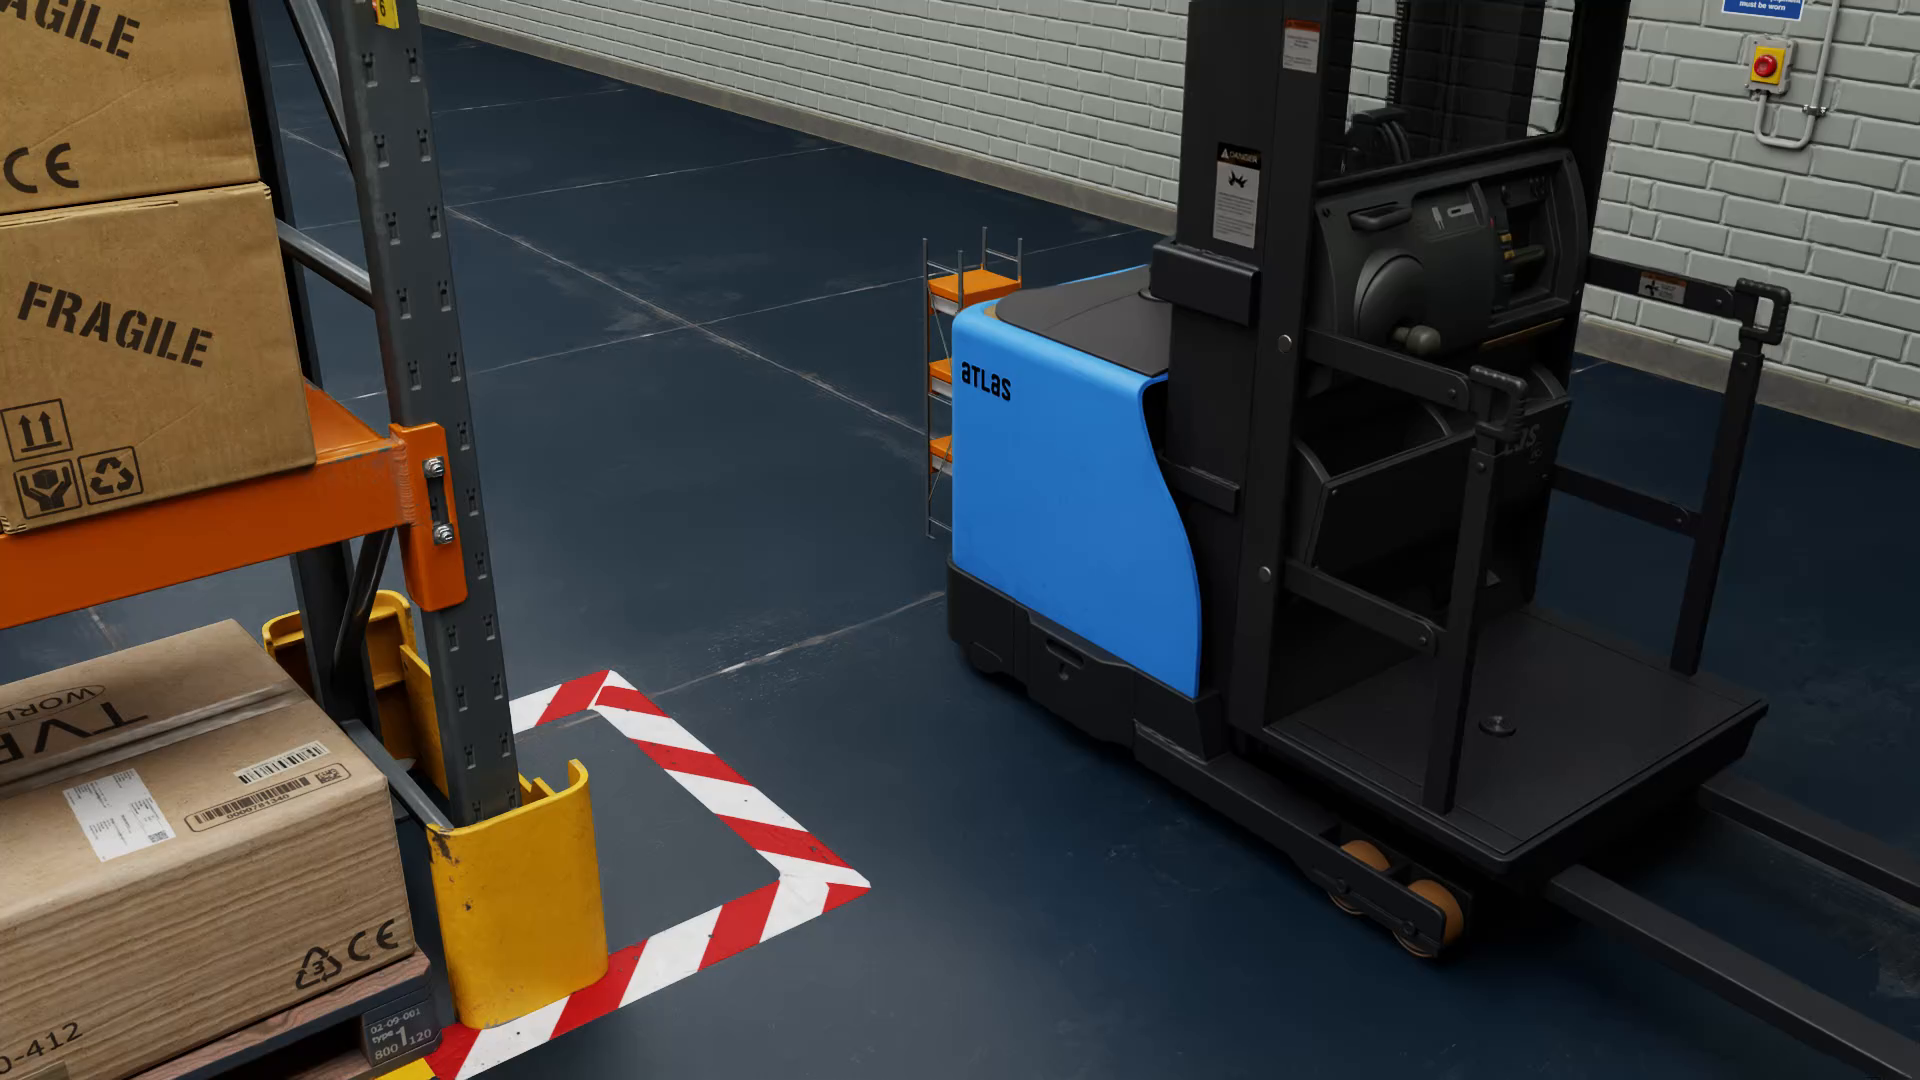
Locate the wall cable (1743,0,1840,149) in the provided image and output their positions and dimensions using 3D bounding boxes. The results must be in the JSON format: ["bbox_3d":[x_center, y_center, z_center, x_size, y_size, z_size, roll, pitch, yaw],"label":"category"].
[{"bbox_3d":[3.153,-2.493,6.314,0.123,1.953,0.585,-18,31,-34],"label":"wall cable"}]

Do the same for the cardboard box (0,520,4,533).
[{"bbox_3d":[-1.890,-0.252,2.612,0.500,0.500,0.500,-19,31,-35],"label":"cardboard box"}]

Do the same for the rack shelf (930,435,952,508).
[{"bbox_3d":[0.042,-0.228,5.680,0.240,0.259,0.215,-18,31,-34],"label":"rack shelf"}]

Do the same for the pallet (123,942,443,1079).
[{"bbox_3d":[-1.850,0.953,3.445,1.213,0.211,1.003,-18,31,-34],"label":"pallet"}]

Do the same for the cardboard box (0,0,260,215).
[{"bbox_3d":[-1.502,-0.840,2.690,0.500,0.500,0.500,-17,30,-32],"label":"cardboard box"}]

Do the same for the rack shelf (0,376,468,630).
[{"bbox_3d":[-2.843,0.301,2.394,4.000,0.370,1.077,-18,31,-34],"label":"rack shelf"}]

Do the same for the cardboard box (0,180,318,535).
[{"bbox_3d":[-1.486,-0.378,2.882,0.500,0.500,0.500,-18,30,-34],"label":"cardboard box"}]

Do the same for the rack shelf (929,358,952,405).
[{"bbox_3d":[0.042,-0.481,5.563,0.240,0.259,0.215,-18,31,-34],"label":"rack shelf"}]

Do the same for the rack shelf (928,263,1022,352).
[{"bbox_3d":[0.042,-0.738,5.444,0.240,0.259,0.215,-18,31,-34],"label":"rack shelf"}]

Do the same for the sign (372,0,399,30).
[{"bbox_3d":[-0.945,-0.995,2.673,0.005,0.325,0.100,-18,31,-34],"label":"sign"}]

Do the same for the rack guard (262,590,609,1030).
[{"bbox_3d":[-1.250,0.582,3.901,0.348,0.500,1.175,-18,31,-34],"label":"rack guard"}]

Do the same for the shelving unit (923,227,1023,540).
[{"bbox_3d":[0.042,-0.490,5.559,0.252,1.050,0.215,-18,31,-34],"label":"shelving unit"}]

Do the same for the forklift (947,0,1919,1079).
[{"bbox_3d":[1.265,-0.632,3.630,1.130,2.935,3.031,-18,31,-34],"label":"forklift"}]

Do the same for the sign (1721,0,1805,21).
[{"bbox_3d":[3.172,-2.172,6.546,0.001,0.218,0.327,-18,31,-34],"label":"sign"}]

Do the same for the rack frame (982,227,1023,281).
[{"bbox_3d":[0.138,-0.522,5.627,0.008,1.050,0.200,-18,31,-34],"label":"rack frame"}]

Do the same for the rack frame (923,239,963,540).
[{"bbox_3d":[-0.054,-0.458,5.491,0.008,1.050,0.200,-18,31,-34],"label":"rack frame"}]

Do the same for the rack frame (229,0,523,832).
[{"bbox_3d":[-1.269,-0.545,3.362,0.127,3.000,1.000,-18,31,-34],"label":"rack frame"}]

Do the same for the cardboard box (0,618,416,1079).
[{"bbox_3d":[-1.727,0.631,3.372,0.875,0.438,0.875,-19,31,-36],"label":"cardboard box"}]
